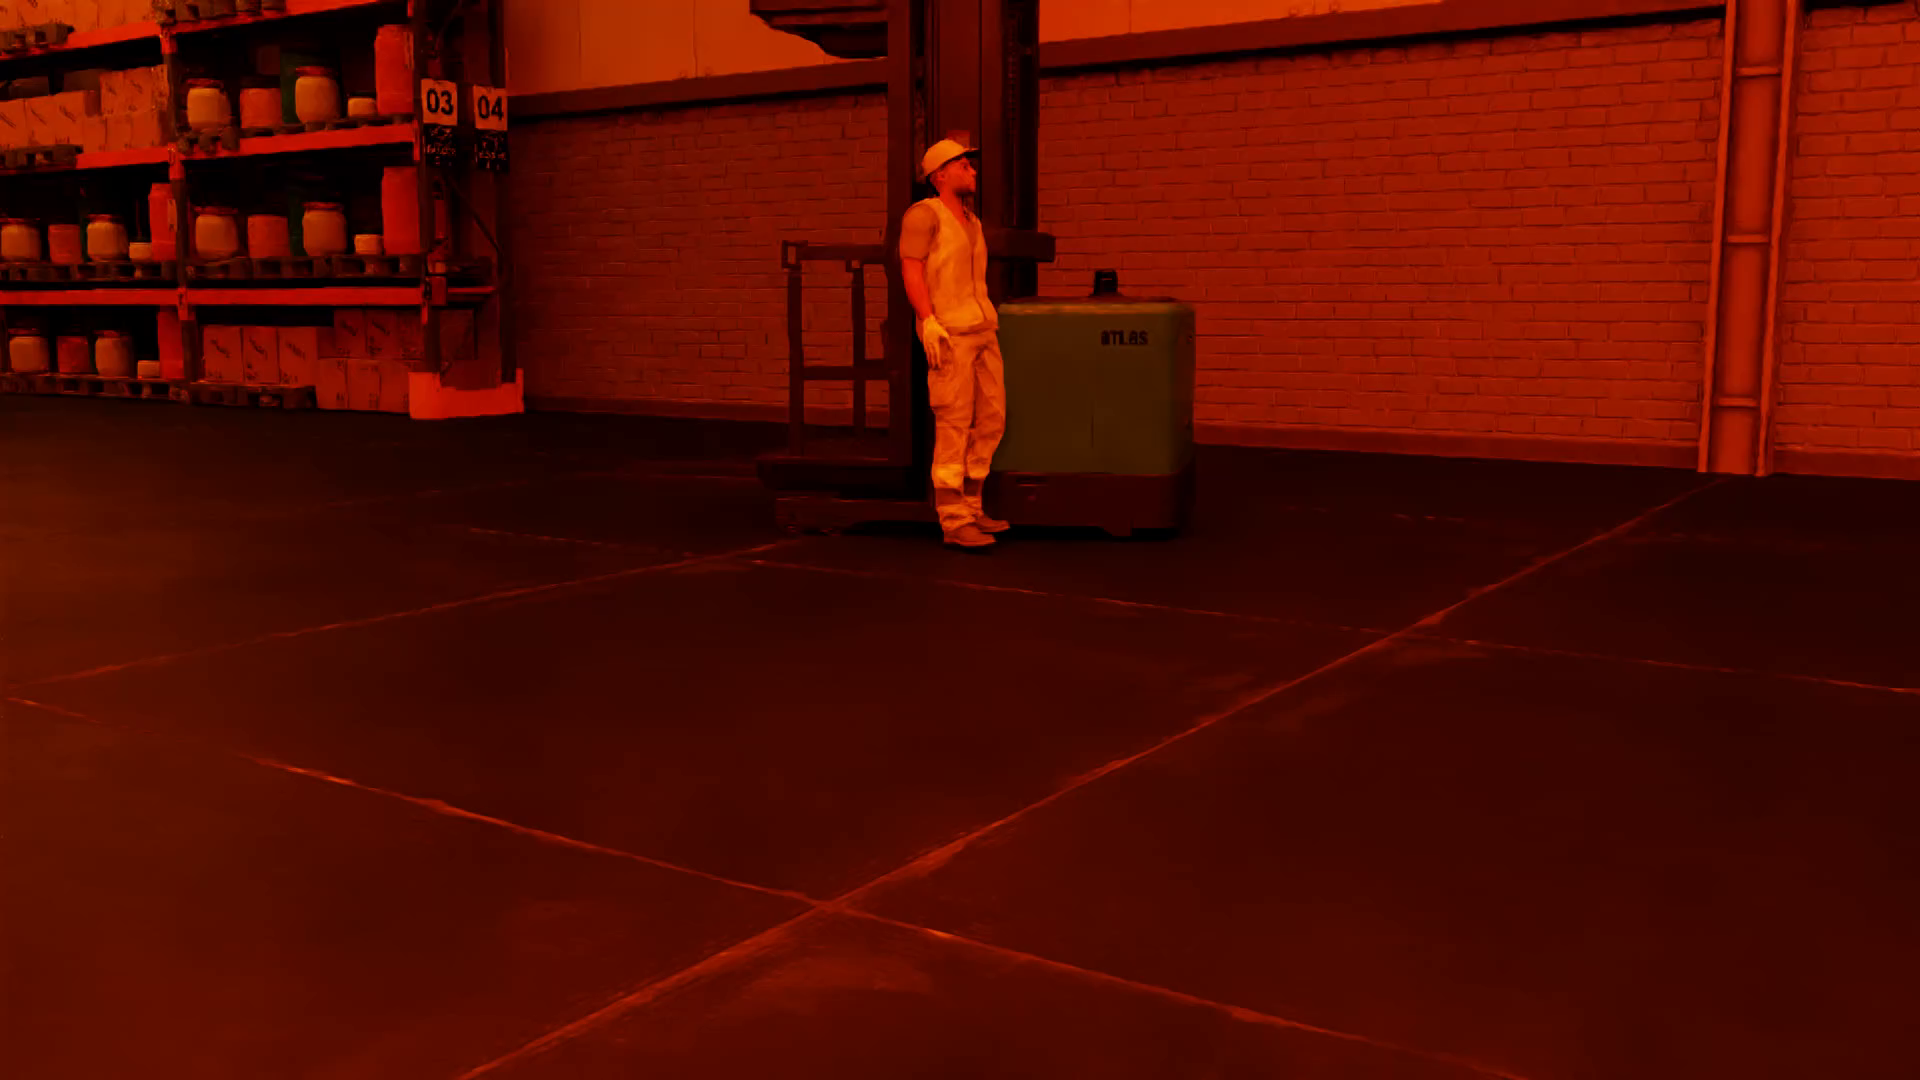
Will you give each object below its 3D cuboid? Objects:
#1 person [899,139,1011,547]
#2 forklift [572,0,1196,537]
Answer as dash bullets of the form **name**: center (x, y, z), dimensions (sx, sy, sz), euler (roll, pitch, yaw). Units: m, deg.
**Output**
- **person**: center (0.053, -0.891, 7.427), dimensions (0.579, 1.781, 0.637), euler (5, 10, 34)
- **forklift**: center (-0.393, -1.551, 8.103), dimensions (3.031, 2.935, 1.130), euler (2, 8, 14)
